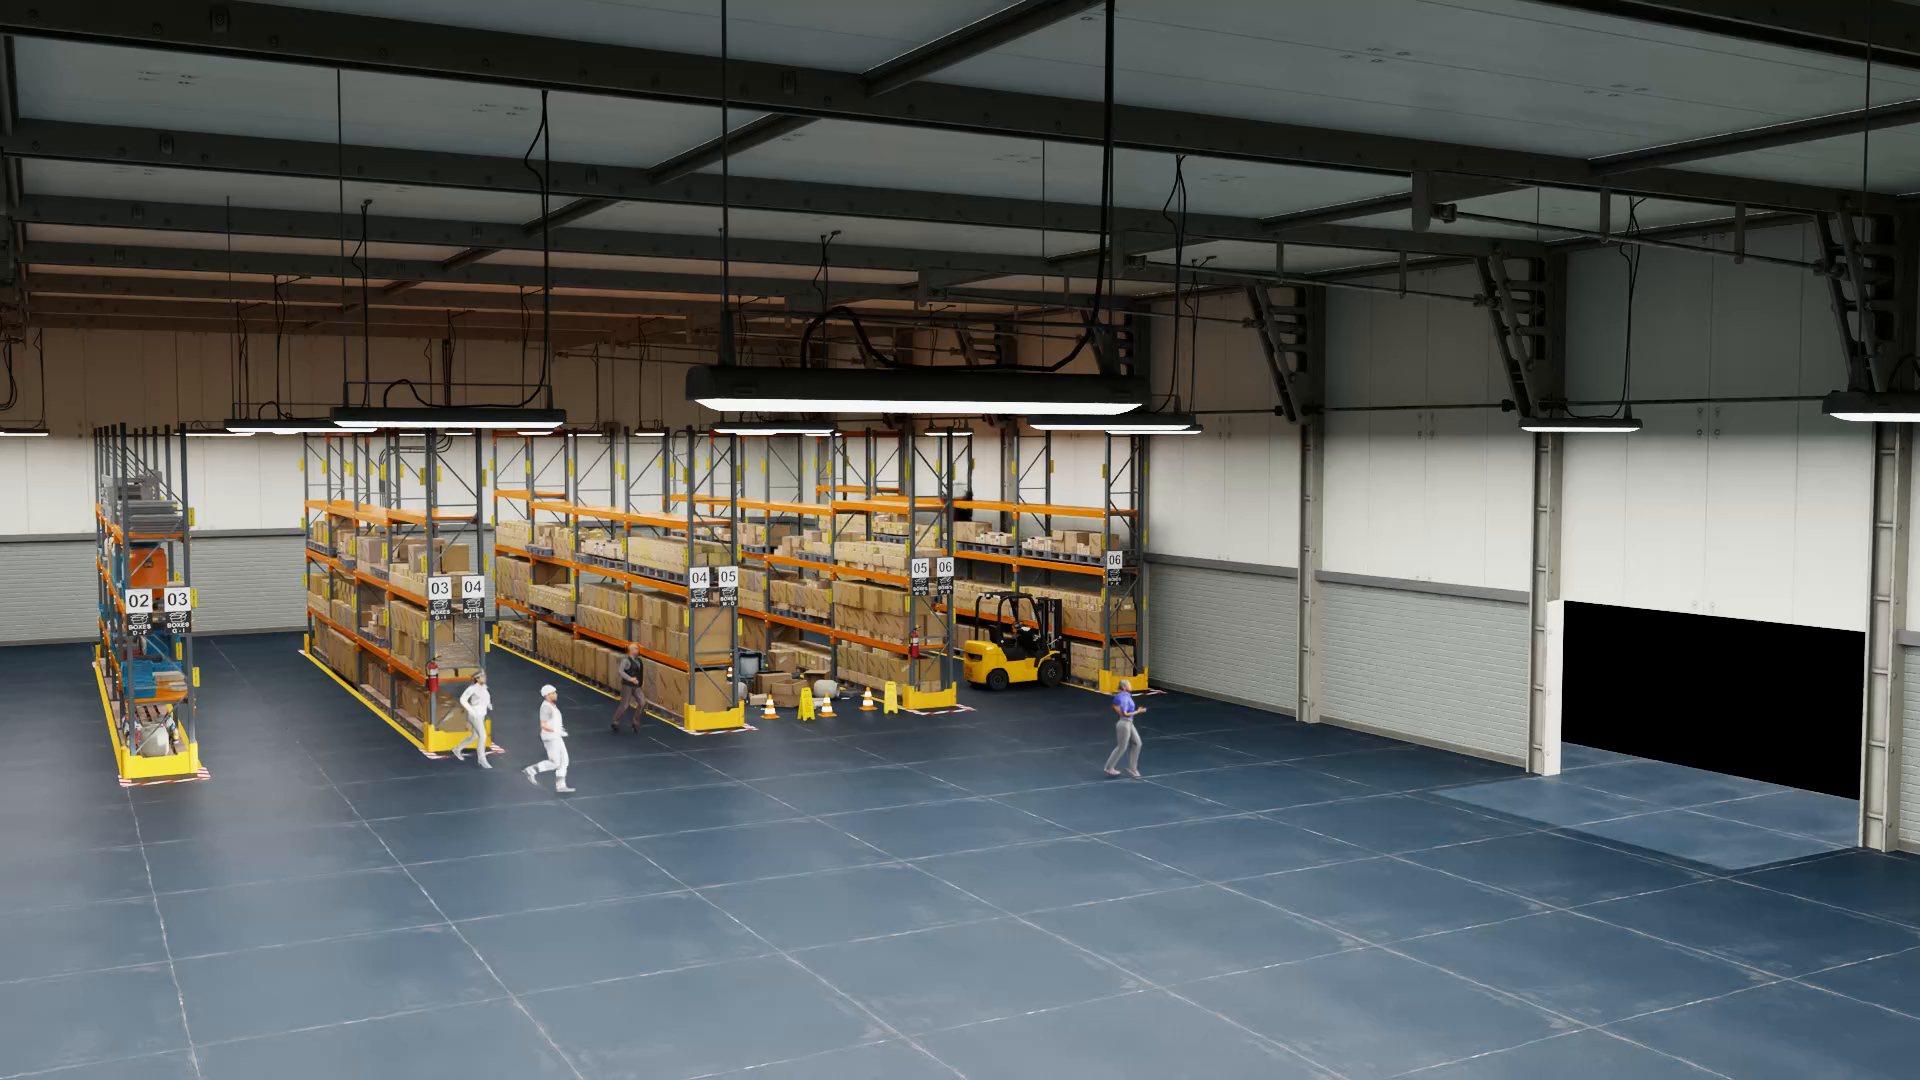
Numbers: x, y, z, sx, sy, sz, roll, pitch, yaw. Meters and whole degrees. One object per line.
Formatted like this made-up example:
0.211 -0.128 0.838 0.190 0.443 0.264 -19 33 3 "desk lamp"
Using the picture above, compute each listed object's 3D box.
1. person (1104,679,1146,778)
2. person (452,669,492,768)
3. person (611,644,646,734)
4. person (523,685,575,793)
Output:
2.795 3.197 28.100 0.714 1.715 0.556 1 4 13 "person"
-8.531 3.112 29.237 0.786 1.731 0.617 1 4 14 "person"
-6.432 2.907 32.606 0.696 1.740 0.709 3 4 38 "person"
-6.640 3.216 26.886 0.818 1.758 0.653 0 3 -3 "person"
